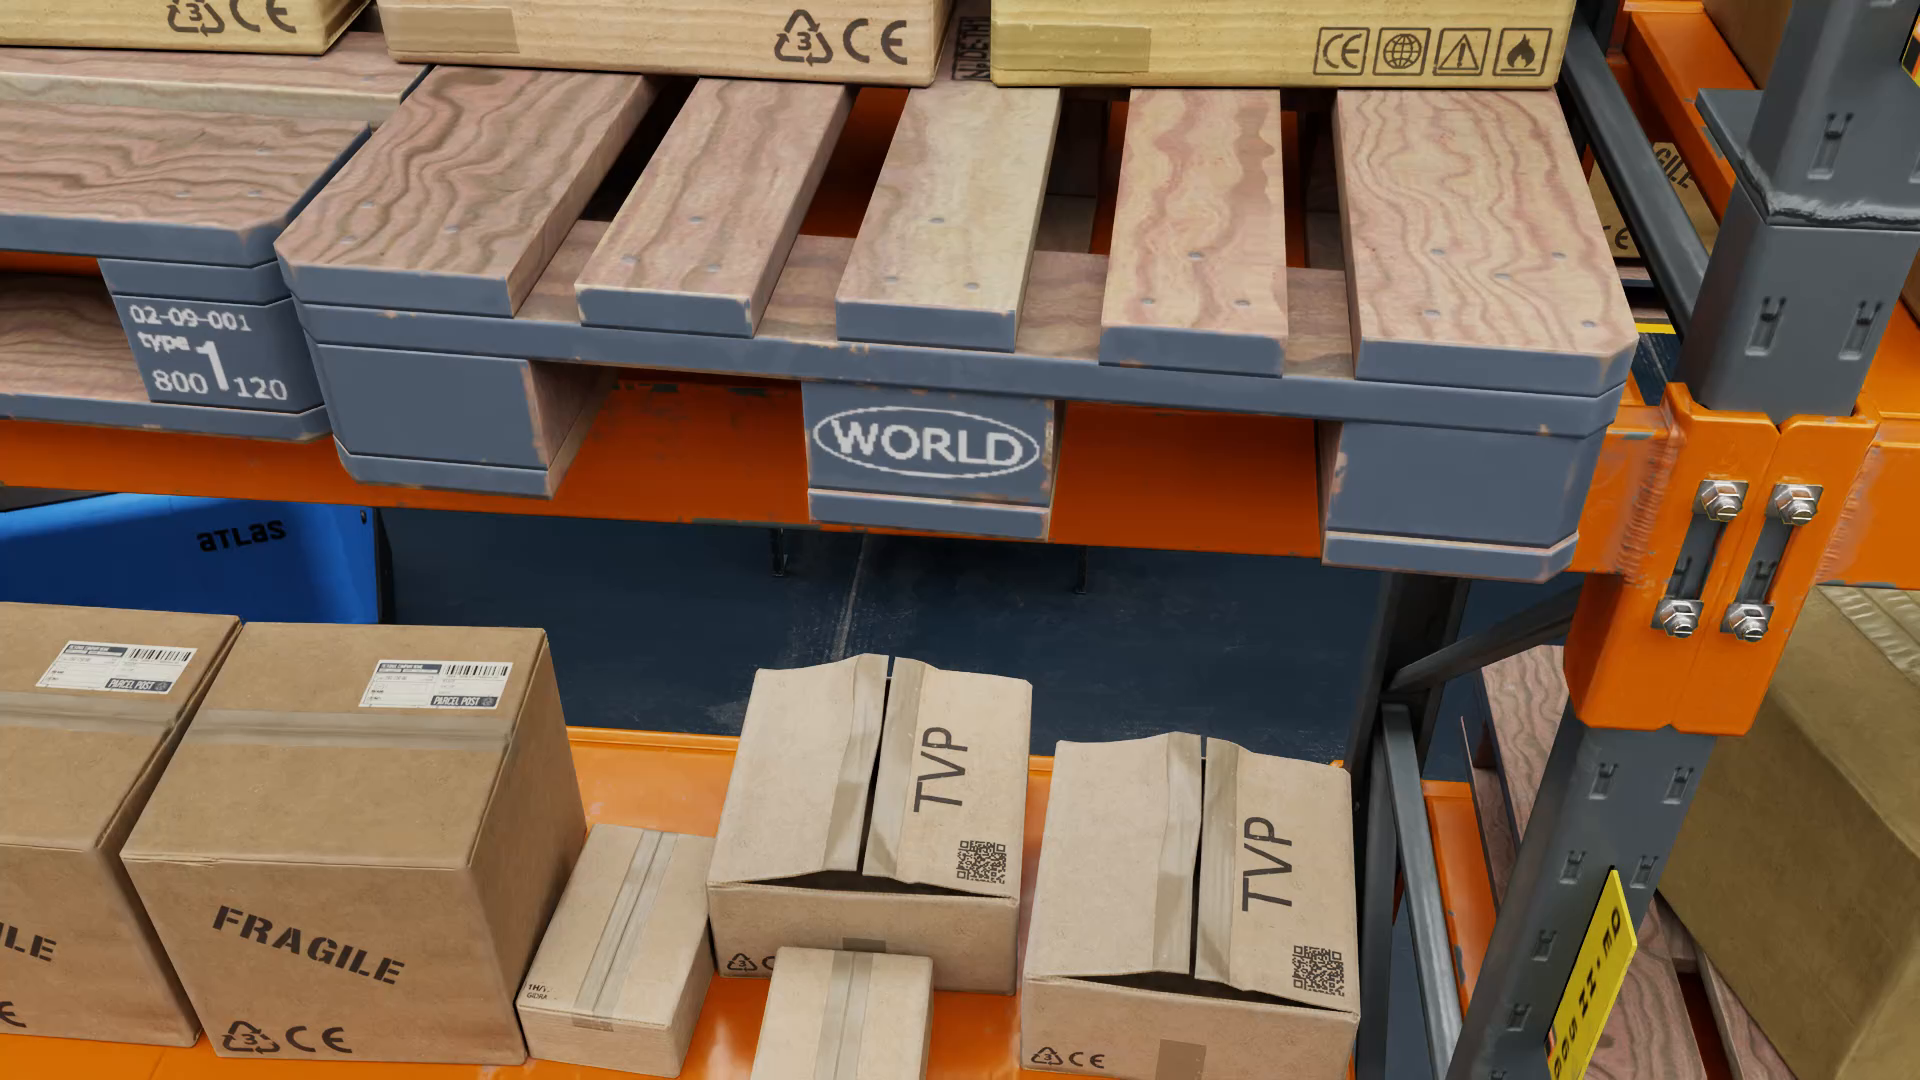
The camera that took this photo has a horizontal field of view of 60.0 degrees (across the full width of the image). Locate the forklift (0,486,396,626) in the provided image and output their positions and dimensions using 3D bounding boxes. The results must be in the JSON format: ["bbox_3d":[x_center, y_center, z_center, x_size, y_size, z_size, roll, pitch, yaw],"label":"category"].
[{"bbox_3d":[-3.236,-0.508,4.052,3.031,2.935,1.130,-11,40,-13],"label":"forklift"}]

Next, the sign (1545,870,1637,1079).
[{"bbox_3d":[0.692,0.507,1.834,0.005,0.325,0.100,3,39,4],"label":"sign"}]

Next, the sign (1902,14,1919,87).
[{"bbox_3d":[0.681,-0.439,1.065,0.005,0.325,0.100,3,39,4],"label":"sign"}]

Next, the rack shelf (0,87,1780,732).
[{"bbox_3d":[-1.256,-0.387,2.043,4.000,0.370,1.077,3,39,4],"label":"rack shelf"}]

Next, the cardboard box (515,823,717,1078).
[{"bbox_3d":[-0.539,0.670,2.750,0.250,0.149,0.380,6,40,7],"label":"cardboard box"}]

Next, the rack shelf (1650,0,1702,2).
[{"bbox_3d":[3.153,-2.121,6.550,4.000,0.370,1.077,3,39,4],"label":"rack shelf"}]

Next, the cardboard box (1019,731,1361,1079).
[{"bbox_3d":[0.378,0.594,2.715,0.500,0.311,0.500,5,39,7],"label":"cardboard box"}]

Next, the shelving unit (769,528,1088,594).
[{"bbox_3d":[-0.085,-0.586,5.282,1.048,1.500,0.538,3,39,4],"label":"shelving unit"}]

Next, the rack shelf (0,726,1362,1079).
[{"bbox_3d":[-1.256,0.777,2.990,4.000,0.370,1.077,3,39,4],"label":"rack shelf"}]

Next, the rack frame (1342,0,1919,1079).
[{"bbox_3d":[0.737,0.607,2.629,0.127,3.000,1.000,3,39,4],"label":"rack frame"}]

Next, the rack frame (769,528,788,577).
[{"bbox_3d":[-0.591,-0.614,5.316,0.032,1.500,0.500,3,39,4],"label":"rack frame"}]

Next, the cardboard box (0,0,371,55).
[{"bbox_3d":[-0.813,-0.706,1.652,0.500,0.250,0.500,2,39,3],"label":"cardboard box"}]

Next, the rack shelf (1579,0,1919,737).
[{"bbox_3d":[2.729,-0.169,1.775,4.000,0.370,1.077,3,39,4],"label":"rack shelf"}]

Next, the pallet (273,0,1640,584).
[{"bbox_3d":[0.053,-0.464,1.718,1.003,0.211,1.213,5,39,6],"label":"pallet"}]

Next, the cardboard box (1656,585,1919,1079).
[{"bbox_3d":[1.374,0.368,2.510,0.500,0.500,0.700,-9,40,-11],"label":"cardboard box"}]

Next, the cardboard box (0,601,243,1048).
[{"bbox_3d":[-1.461,0.458,2.732,0.500,0.500,0.500,3,39,4],"label":"cardboard box"}]

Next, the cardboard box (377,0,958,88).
[{"bbox_3d":[-0.244,-0.668,1.605,0.500,0.250,0.500,4,39,5],"label":"cardboard box"}]

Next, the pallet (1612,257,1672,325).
[{"bbox_3d":[3.151,-1.269,7.142,1.213,0.211,1.003,3,39,4],"label":"pallet"}]

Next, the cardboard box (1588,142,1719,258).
[{"bbox_3d":[2.754,-1.664,6.788,0.750,0.750,0.750,3,39,4],"label":"cardboard box"}]

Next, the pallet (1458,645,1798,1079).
[{"bbox_3d":[1.418,0.674,2.698,1.003,0.211,1.213,3,39,4],"label":"pallet"}]

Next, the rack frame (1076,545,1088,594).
[{"bbox_3d":[0.421,-0.559,5.248,0.032,1.500,0.500,3,39,4],"label":"rack frame"}]

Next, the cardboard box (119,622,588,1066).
[{"bbox_3d":[-0.937,0.487,2.697,0.500,0.500,0.500,1,39,1],"label":"cardboard box"}]

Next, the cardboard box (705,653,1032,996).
[{"bbox_3d":[-0.138,0.471,2.866,0.500,0.311,0.500,3,39,3],"label":"cardboard box"}]

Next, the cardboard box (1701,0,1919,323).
[{"bbox_3d":[1.174,-0.593,1.647,0.500,0.500,0.910,3,39,4],"label":"cardboard box"}]

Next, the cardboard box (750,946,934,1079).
[{"bbox_3d":[-0.183,0.829,2.555,0.250,0.149,0.380,3,39,4],"label":"cardboard box"}]

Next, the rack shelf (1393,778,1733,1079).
[{"bbox_3d":[2.729,0.994,2.722,4.000,0.370,1.077,3,39,4],"label":"rack shelf"}]

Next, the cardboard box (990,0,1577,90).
[{"bbox_3d":[0.280,-0.651,1.583,0.500,0.250,0.500,0,39,1],"label":"cardboard box"}]

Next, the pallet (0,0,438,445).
[{"bbox_3d":[-1.062,-0.523,1.790,1.213,0.211,1.003,5,39,6],"label":"pallet"}]

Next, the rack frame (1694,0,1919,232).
[{"bbox_3d":[0.737,-1.720,0.735,0.127,3.000,1.000,3,39,4],"label":"rack frame"}]
